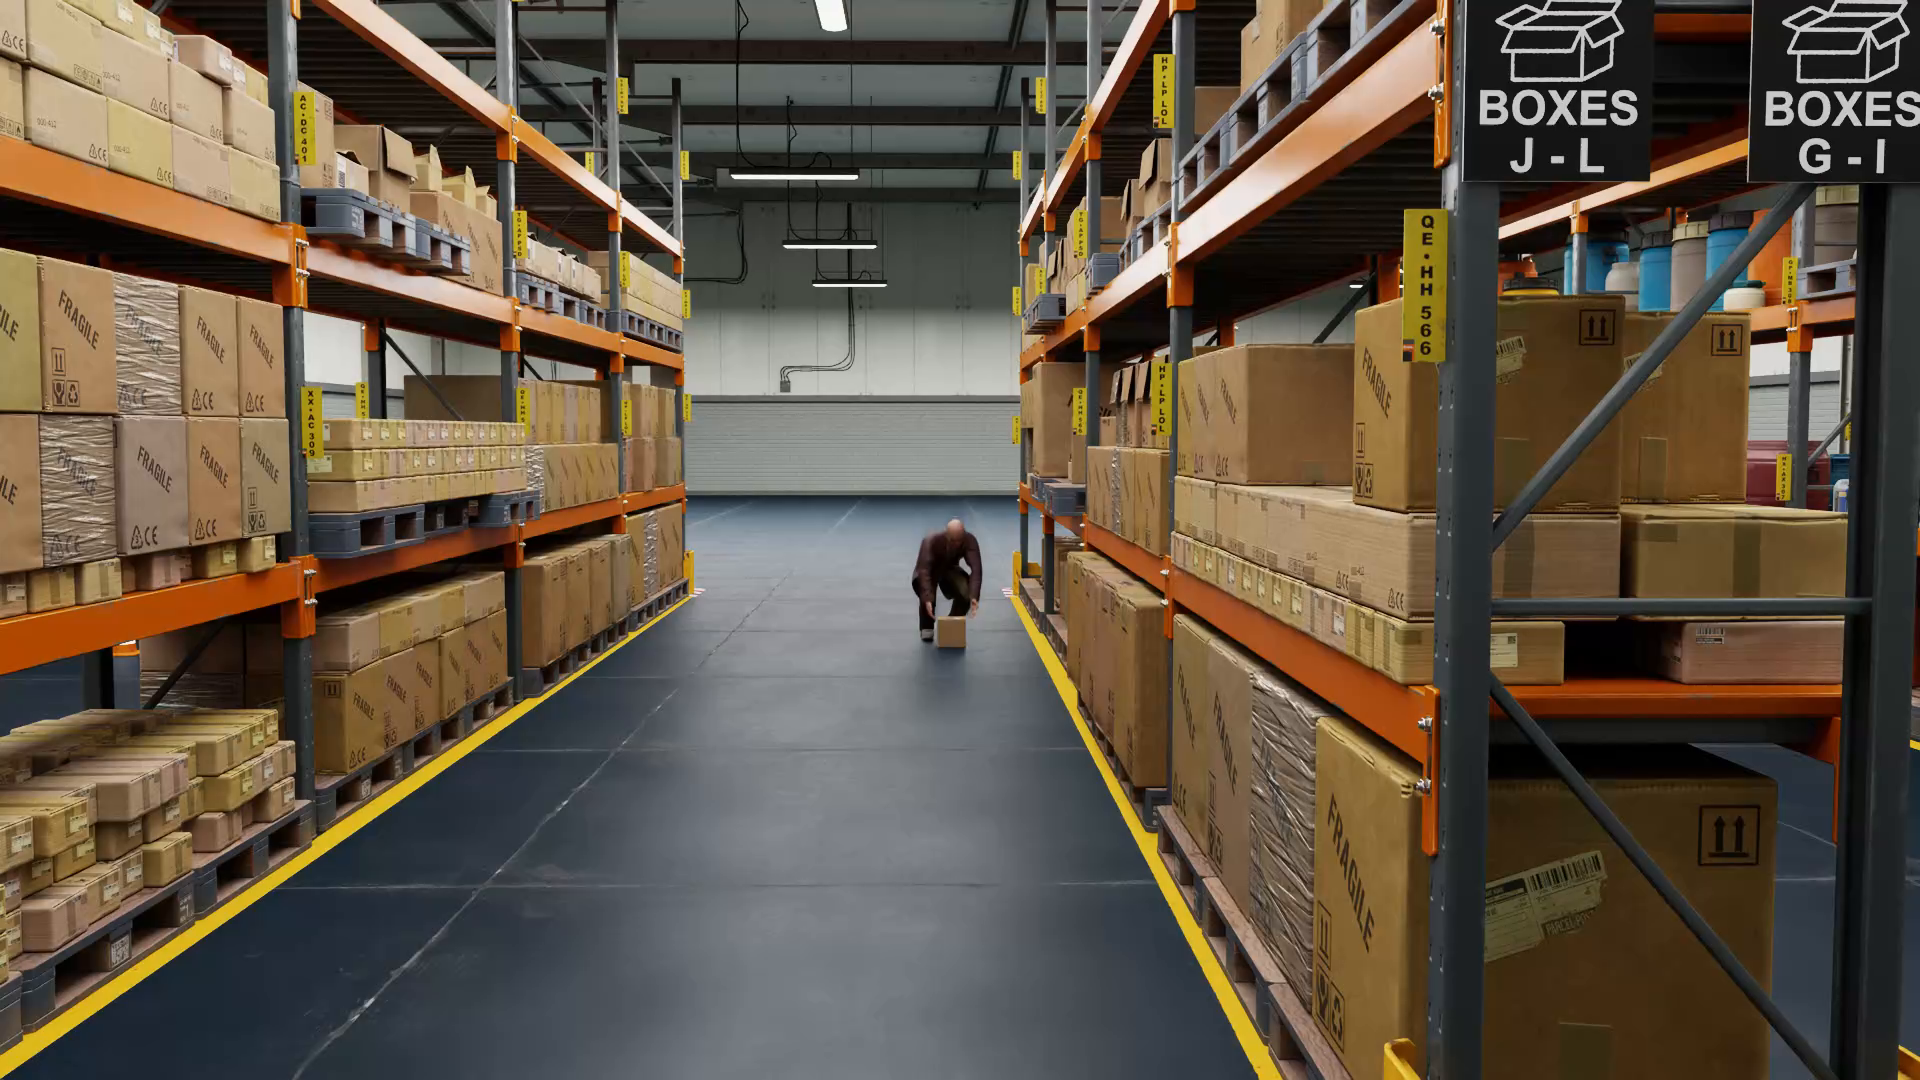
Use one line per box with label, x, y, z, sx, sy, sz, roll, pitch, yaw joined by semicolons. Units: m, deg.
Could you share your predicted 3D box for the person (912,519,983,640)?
person;-0.131;0.366;15.230;0.619;1.107;0.853;-1;4;-10
